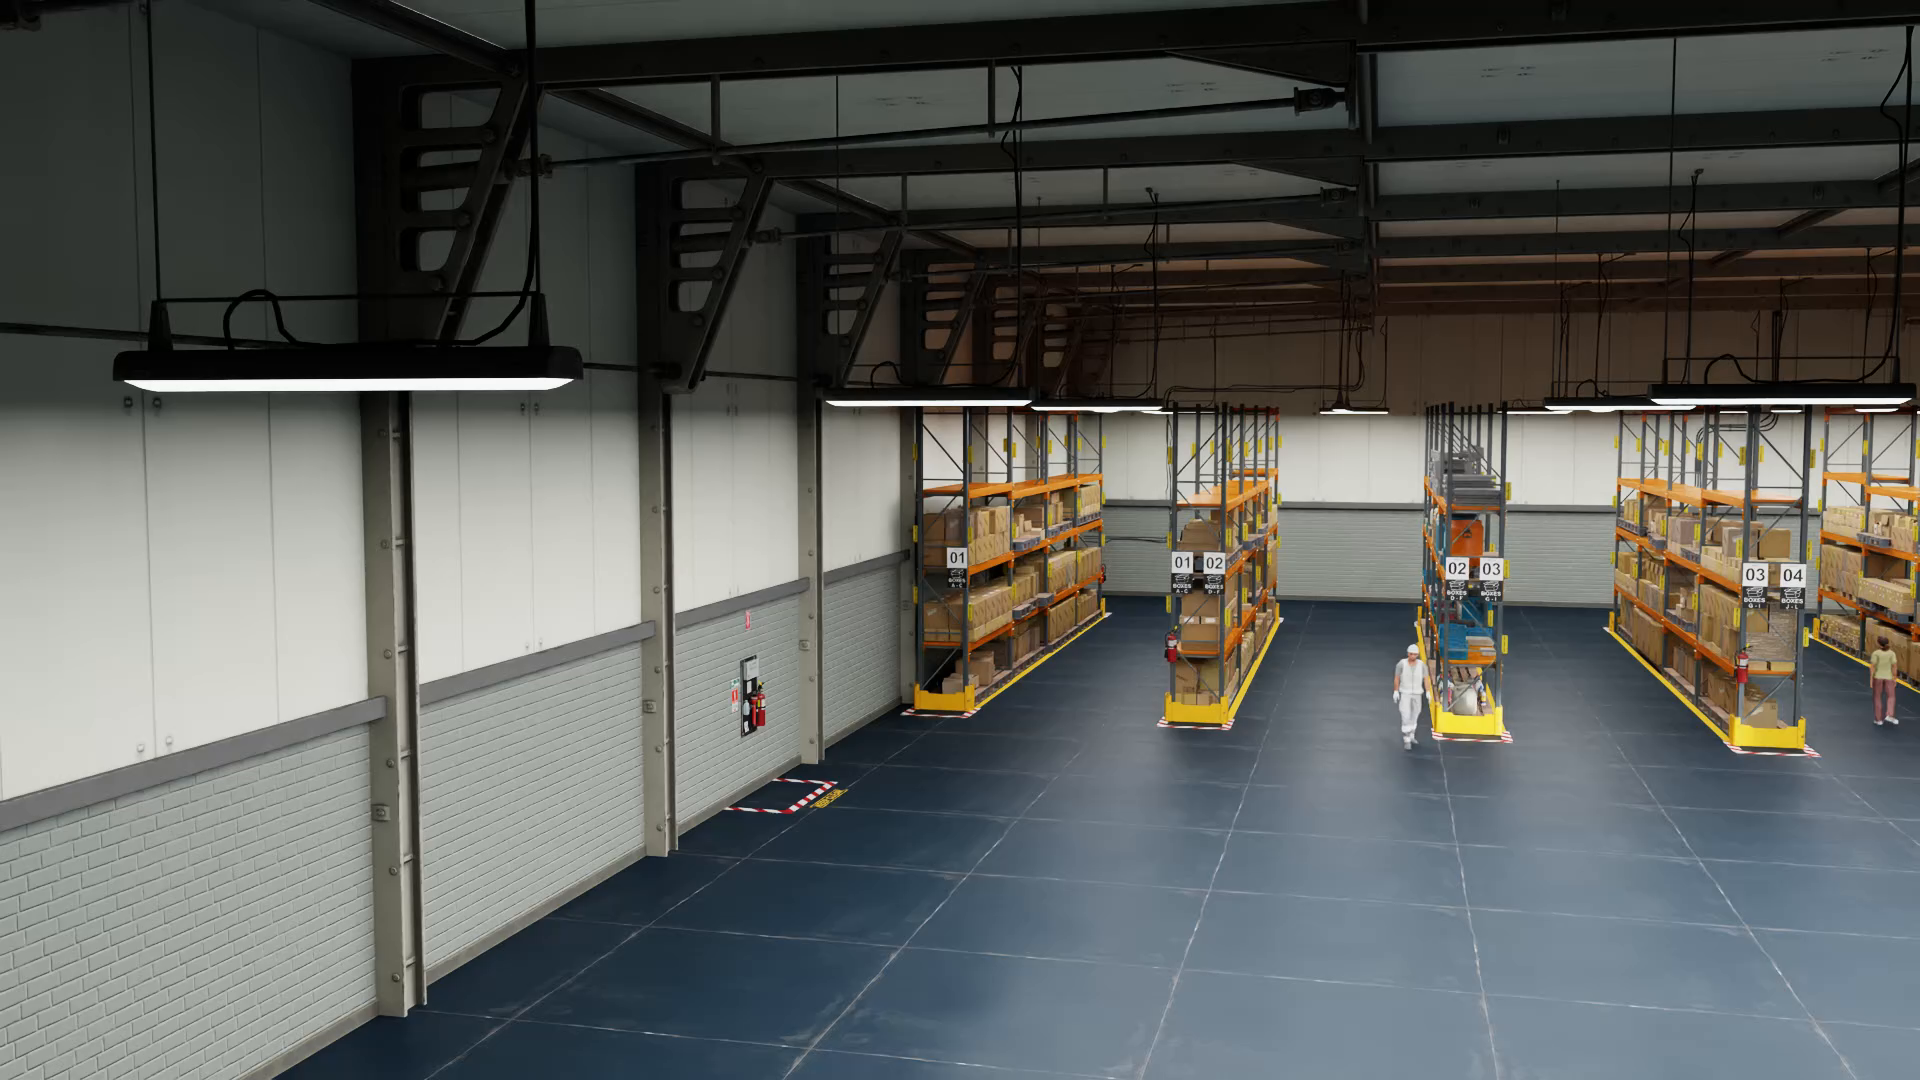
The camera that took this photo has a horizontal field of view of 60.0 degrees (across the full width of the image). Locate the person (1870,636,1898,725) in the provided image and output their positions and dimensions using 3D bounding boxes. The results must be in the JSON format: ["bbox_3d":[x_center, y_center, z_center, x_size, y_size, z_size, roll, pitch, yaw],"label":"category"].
[{"bbox_3d":[17.165,2.613,30.895,0.494,1.669,0.534,1,4,16],"label":"person"}]

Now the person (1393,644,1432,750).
[{"bbox_3d":[7.853,2.699,28.867,0.606,1.789,0.716,0,4,3],"label":"person"}]
